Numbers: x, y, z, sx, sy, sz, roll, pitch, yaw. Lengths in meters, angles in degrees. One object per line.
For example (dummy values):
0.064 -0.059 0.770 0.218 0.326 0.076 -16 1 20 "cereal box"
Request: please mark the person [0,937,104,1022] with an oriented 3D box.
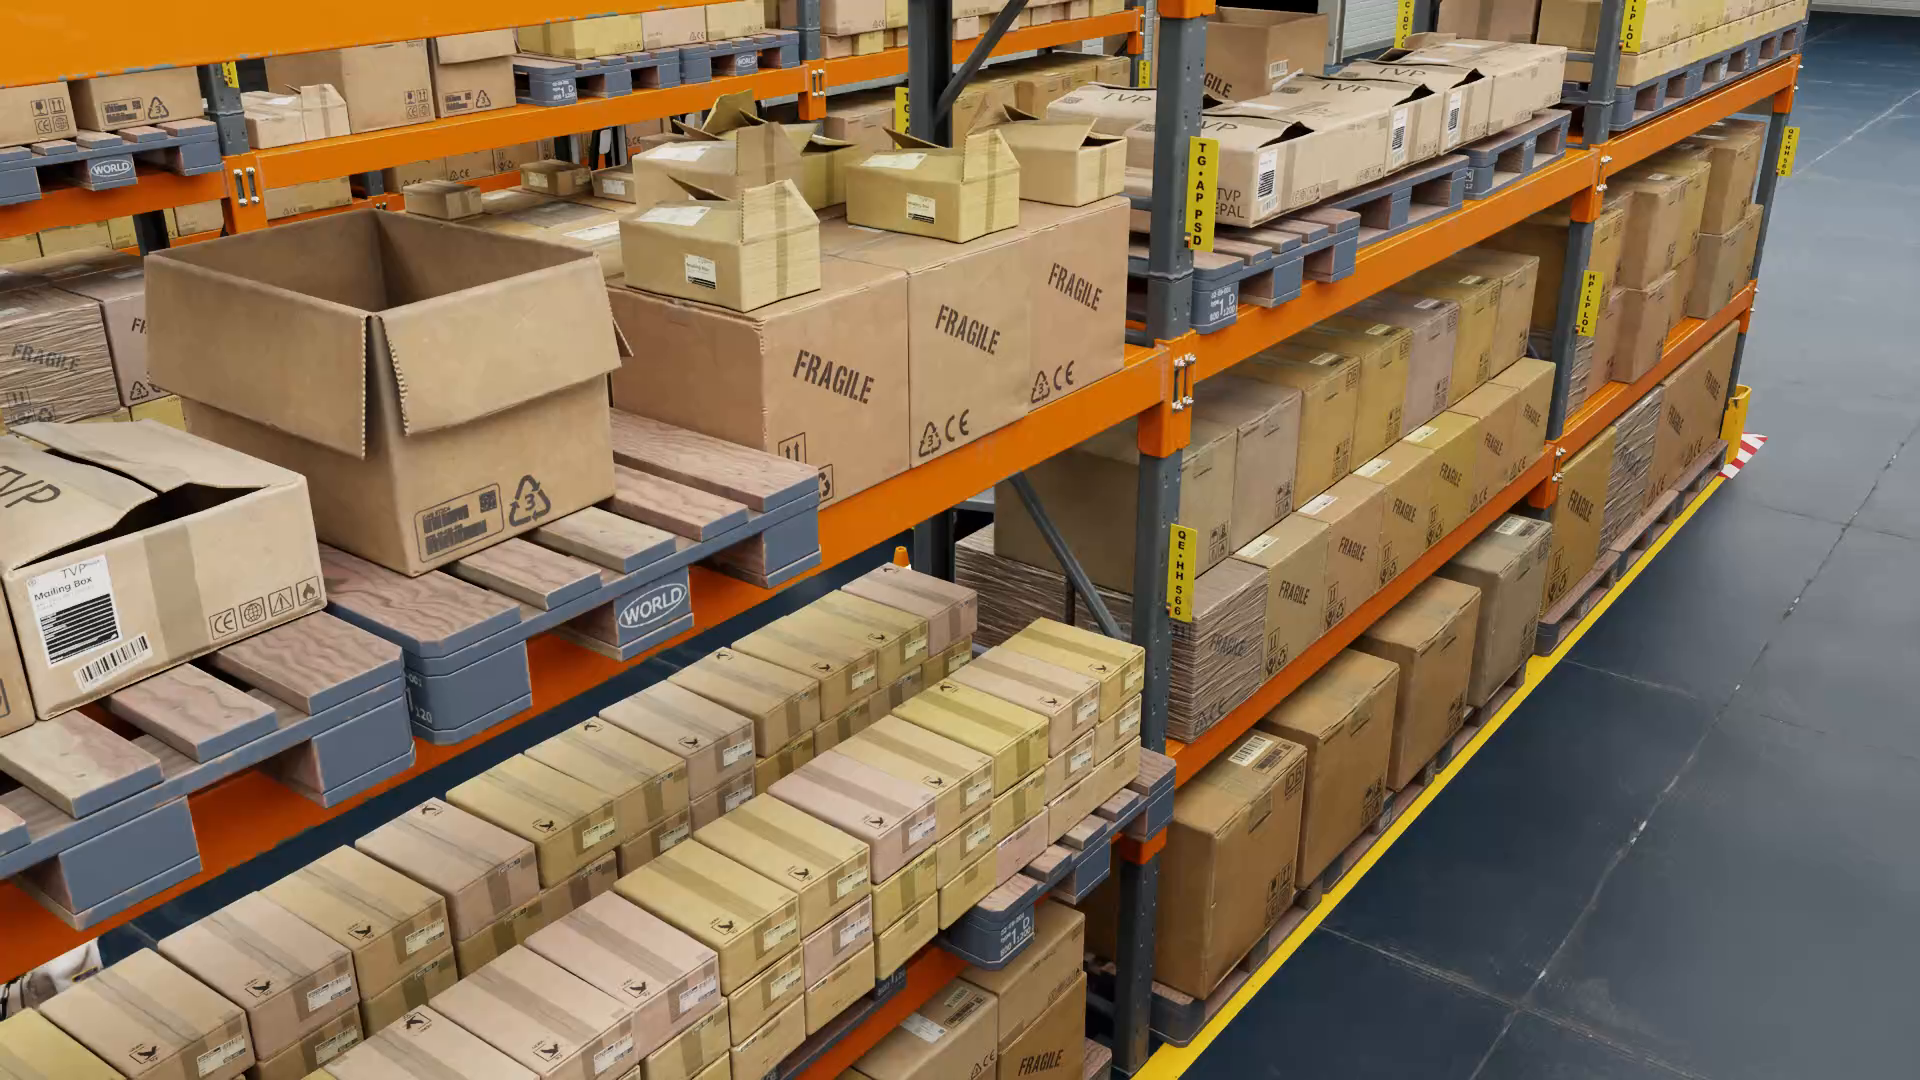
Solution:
-2.649 1.549 4.983 0.485 1.675 0.562 18 30 35 "person"
